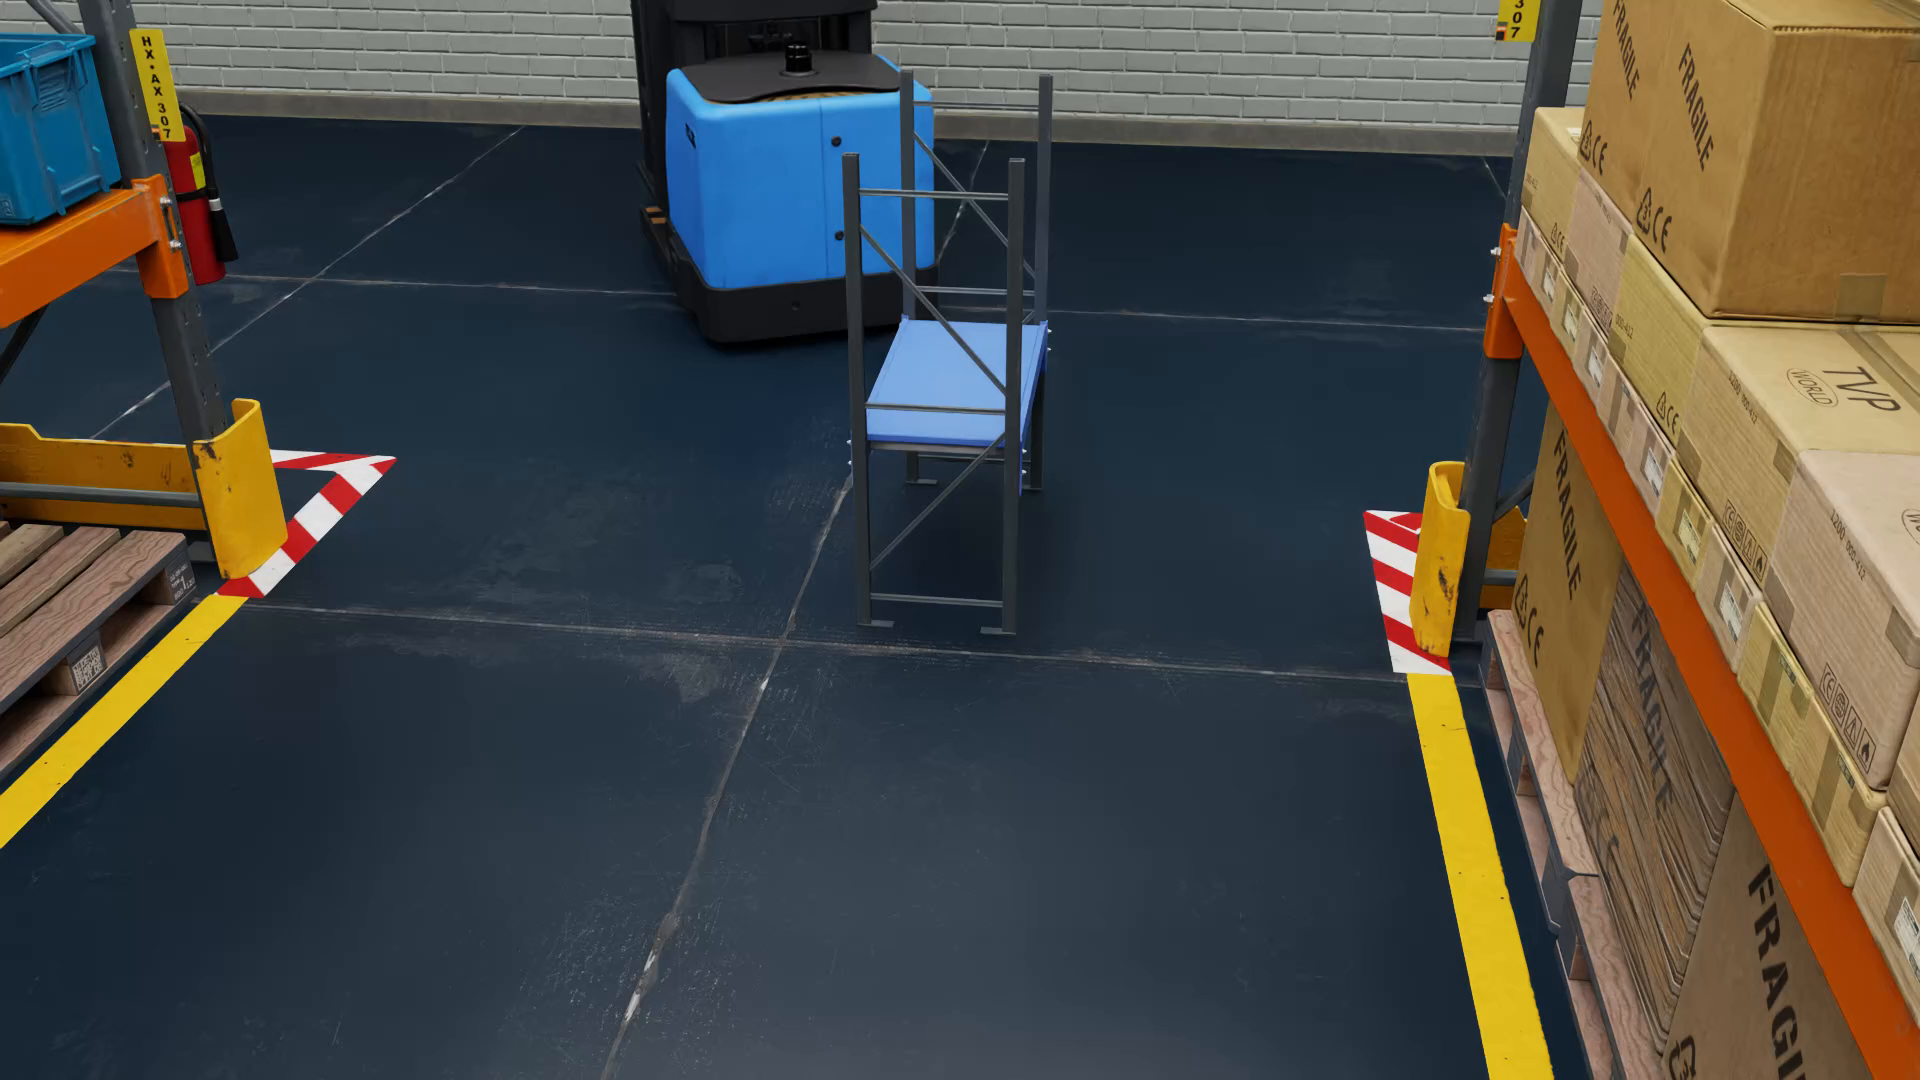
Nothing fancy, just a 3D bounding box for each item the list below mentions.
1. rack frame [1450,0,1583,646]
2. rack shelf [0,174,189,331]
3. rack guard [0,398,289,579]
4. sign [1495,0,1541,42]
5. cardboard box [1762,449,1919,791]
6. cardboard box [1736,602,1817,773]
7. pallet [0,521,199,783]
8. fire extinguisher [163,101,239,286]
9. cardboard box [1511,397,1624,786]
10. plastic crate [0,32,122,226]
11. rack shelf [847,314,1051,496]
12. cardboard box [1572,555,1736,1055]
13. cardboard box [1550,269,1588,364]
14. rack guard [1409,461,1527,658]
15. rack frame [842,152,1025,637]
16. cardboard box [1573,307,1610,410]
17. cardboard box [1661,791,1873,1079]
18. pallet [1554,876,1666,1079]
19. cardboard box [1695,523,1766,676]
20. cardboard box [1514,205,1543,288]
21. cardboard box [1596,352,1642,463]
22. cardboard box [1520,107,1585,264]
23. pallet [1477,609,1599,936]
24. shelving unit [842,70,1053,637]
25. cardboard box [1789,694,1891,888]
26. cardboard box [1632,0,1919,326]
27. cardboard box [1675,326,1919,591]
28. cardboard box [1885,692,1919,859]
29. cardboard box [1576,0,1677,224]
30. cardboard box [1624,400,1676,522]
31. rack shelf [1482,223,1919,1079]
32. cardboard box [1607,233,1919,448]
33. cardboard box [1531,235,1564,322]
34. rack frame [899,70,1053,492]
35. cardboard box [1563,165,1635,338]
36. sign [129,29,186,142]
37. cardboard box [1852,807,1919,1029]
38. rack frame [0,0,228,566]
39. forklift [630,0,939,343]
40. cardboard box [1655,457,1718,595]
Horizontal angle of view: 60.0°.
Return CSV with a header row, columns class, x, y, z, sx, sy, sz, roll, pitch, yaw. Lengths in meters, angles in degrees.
class,x,y,z,sx,sy,sz,roll,pitch,yaw
rack frame,2.005,-1.002,4.447,1.000,3.000,0.127,3,28,6
rack shelf,-3.155,-0.031,3.404,1.077,0.370,4.000,3,28,6
rack guard,-2.920,-0.201,5.596,1.175,0.500,0.348,3,28,6
sign,1.455,-1.453,4.288,0.100,0.325,0.005,3,28,6
cardboard box,1.432,0.109,2.229,0.500,0.250,0.500,4,29,7
cardboard box,1.384,0.224,2.436,0.380,0.149,0.250,3,28,5
pallet,-3.050,0.324,4.926,1.003,0.211,1.213,3,28,6
fire extinguisher,-2.441,-1.136,5.171,0.296,0.674,0.183,3,28,6
cardboard box,2.006,0.055,4.283,0.875,0.875,0.875,3,28,6
plastic crate,-2.766,-1.163,4.646,0.616,0.435,0.499,3,28,6
rack shelf,-0.010,-0.462,5.405,0.538,0.185,1.000,3,28,6
cardboard box,1.895,0.483,3.488,0.875,0.875,0.875,3,28,6
cardboard box,1.573,-0.502,3.784,0.380,0.149,0.250,3,28,5
rack guard,2.008,0.087,5.061,1.175,0.500,0.348,3,28,6
rack frame,-0.073,-0.381,4.876,0.500,1.500,0.032,3,28,6
cardboard box,1.542,-0.379,3.556,0.380,0.149,0.250,3,28,5
cardboard box,1.786,0.902,2.710,0.875,0.875,0.875,3,28,6
pallet,1.833,1.180,3.338,1.003,0.211,1.213,3,28,6
cardboard box,1.417,0.105,2.658,0.380,0.149,0.250,4,29,7
cardboard box,1.634,-0.743,4.232,0.380,0.149,0.250,4,29,7
cardboard box,1.510,-0.259,3.334,0.380,0.149,0.250,3,28,5
cardboard box,1.678,-0.856,4.021,0.500,0.250,0.500,3,28,5
pallet,1.985,0.607,4.401,1.003,0.211,1.213,3,28,6
shelving unit,-0.010,-0.620,5.320,0.538,1.500,1.048,3,28,6
cardboard box,1.353,0.345,2.212,0.380,0.149,0.250,4,29,7
cardboard box,1.560,-0.707,2.953,0.500,0.500,0.500,3,28,5
cardboard box,1.497,-0.129,2.671,0.500,0.250,0.500,3,28,5
cardboard box,1.370,0.349,1.783,0.500,0.250,0.500,4,29,8
cardboard box,1.617,-0.951,3.407,0.500,0.500,0.500,3,28,5
cardboard box,1.479,-0.138,3.108,0.380,0.149,0.250,3,28,6
rack shelf,1.760,0.256,2.870,1.077,0.370,4.000,3,28,6
cardboard box,1.556,-0.375,3.128,0.500,0.250,0.500,2,28,4
cardboard box,1.604,-0.622,4.007,0.380,0.149,0.250,3,28,5
rack frame,0.052,-0.859,5.764,0.500,1.500,0.032,3,28,6
cardboard box,1.621,-0.611,3.567,0.500,0.250,0.500,3,28,6
sign,-2.362,-1.337,4.897,0.100,0.325,0.005,3,28,6
cardboard box,1.322,0.466,1.987,0.380,0.149,0.250,4,29,7
rack frame,-2.910,-1.290,4.981,1.000,3.000,0.127,3,28,6
forklift,-1.035,-2.825,7.903,1.130,2.935,3.031,-9,30,-16
cardboard box,1.447,-0.019,2.888,0.380,0.149,0.250,3,28,5
